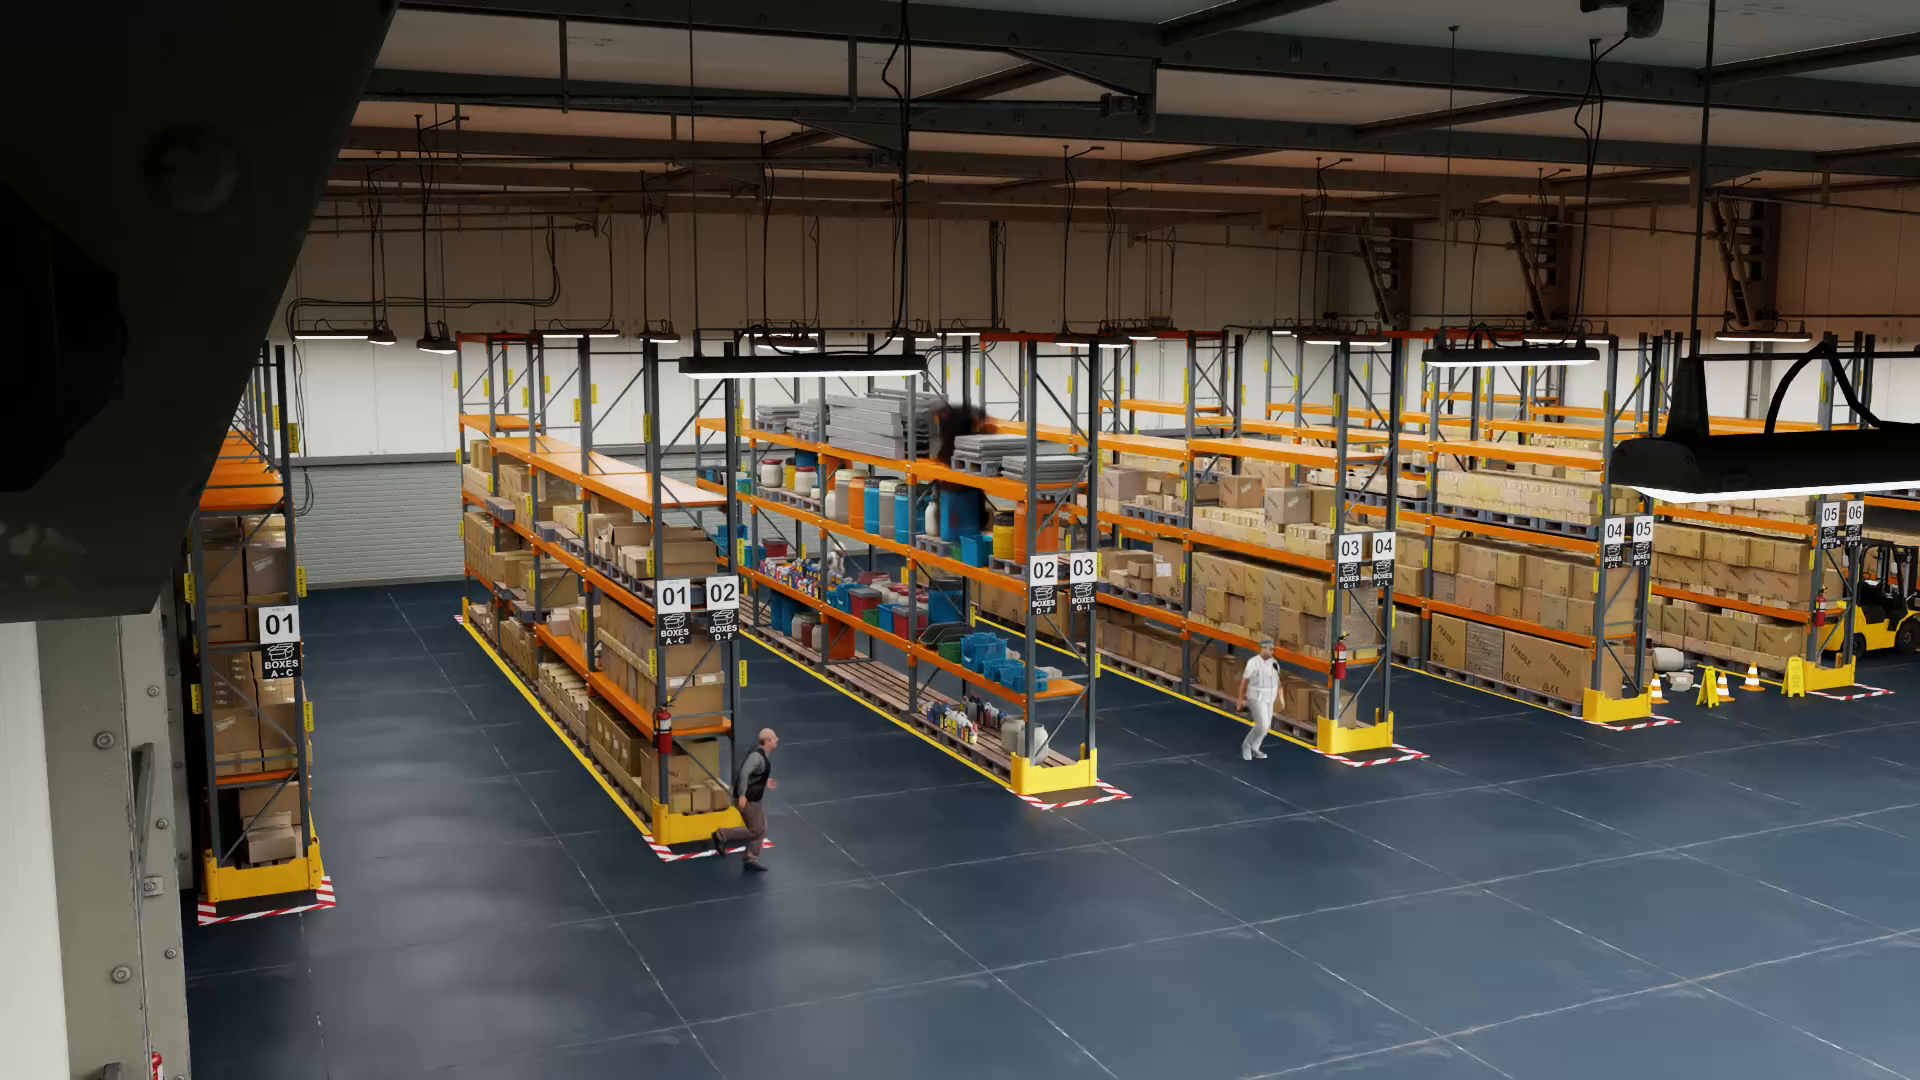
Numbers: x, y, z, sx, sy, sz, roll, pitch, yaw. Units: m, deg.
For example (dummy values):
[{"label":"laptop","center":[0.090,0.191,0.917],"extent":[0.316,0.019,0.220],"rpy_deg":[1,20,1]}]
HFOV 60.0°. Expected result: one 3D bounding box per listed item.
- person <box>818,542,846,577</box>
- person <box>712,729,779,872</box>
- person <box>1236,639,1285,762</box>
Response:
[{"label":"person","center":[-2.769,0.792,35.416],"extent":[0.956,1.579,0.670],"rpy_deg":[7,10,42]},{"label":"person","center":[-2.458,2.980,19.043],"extent":[0.775,1.661,0.661],"rpy_deg":[-1,8,-4]},{"label":"person","center":[4.307,2.269,23.726],"extent":[0.604,1.755,0.487],"rpy_deg":[-6,10,-37]}]
